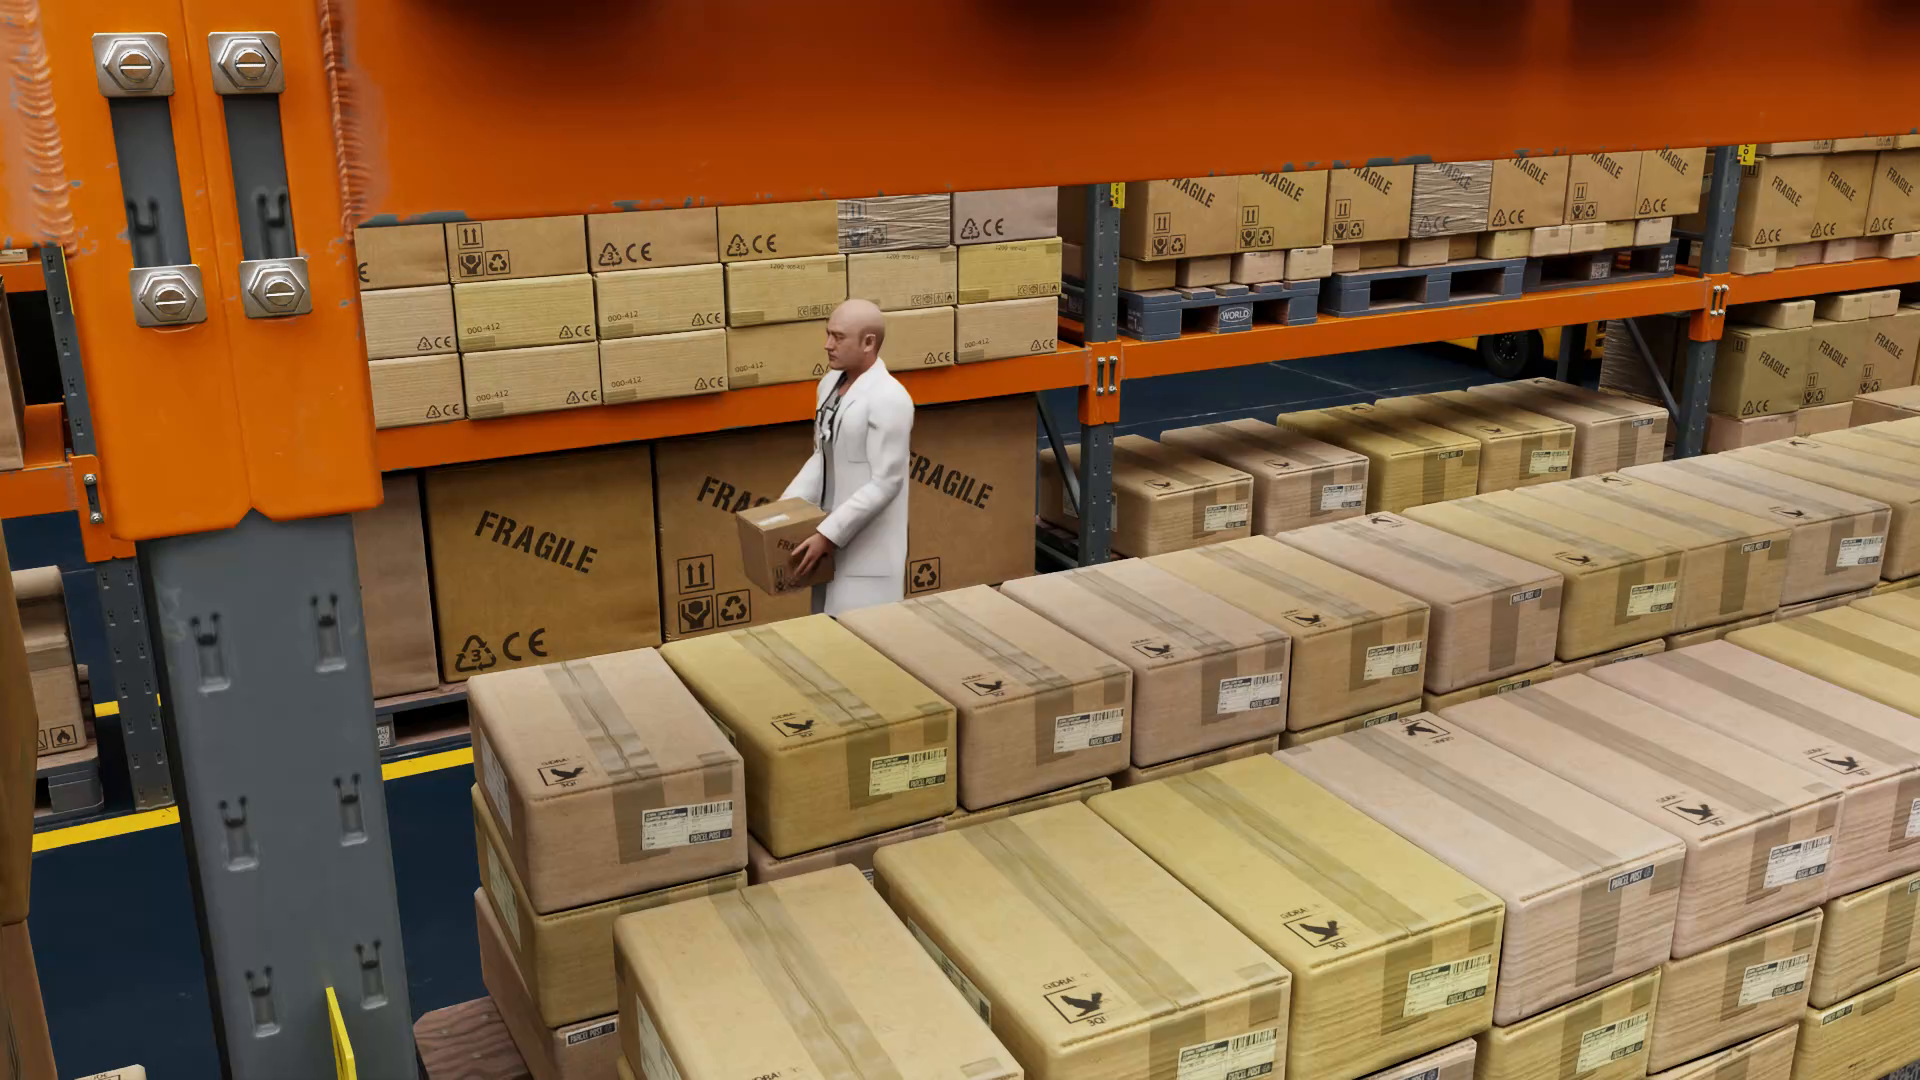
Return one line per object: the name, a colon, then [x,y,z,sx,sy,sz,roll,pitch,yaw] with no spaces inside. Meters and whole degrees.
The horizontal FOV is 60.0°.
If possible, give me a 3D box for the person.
person: [-0.438,0.022,6.000,0.489,1.783,0.569,-10,21,-28]
